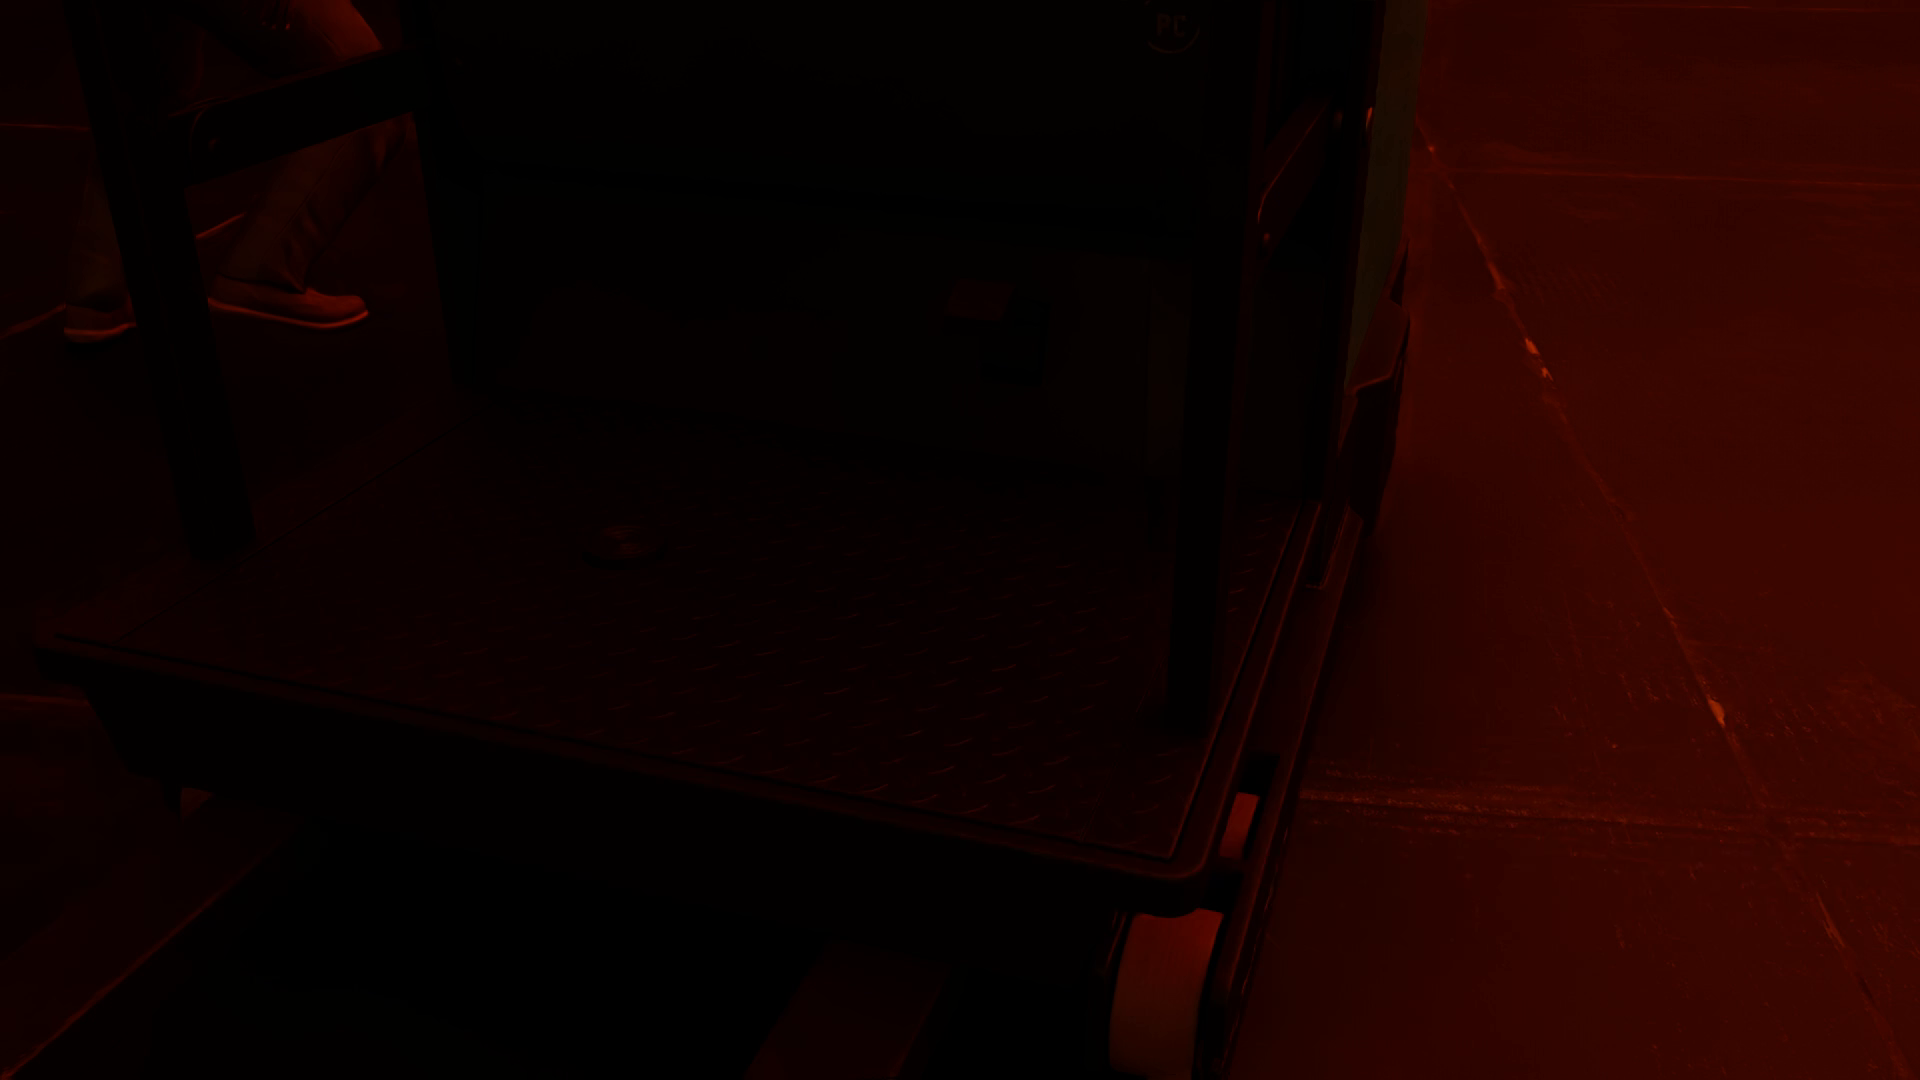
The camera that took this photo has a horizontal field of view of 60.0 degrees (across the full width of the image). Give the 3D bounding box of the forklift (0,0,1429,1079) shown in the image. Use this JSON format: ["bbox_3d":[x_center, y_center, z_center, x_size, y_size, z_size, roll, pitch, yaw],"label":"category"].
[{"bbox_3d":[-0.190,-1.022,1.266,1.130,2.935,3.031,9,28,17],"label":"forklift"}]

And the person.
[{"bbox_3d":[-1.403,-1.088,2.963,0.828,1.566,0.523,19,32,33],"label":"person"}]
